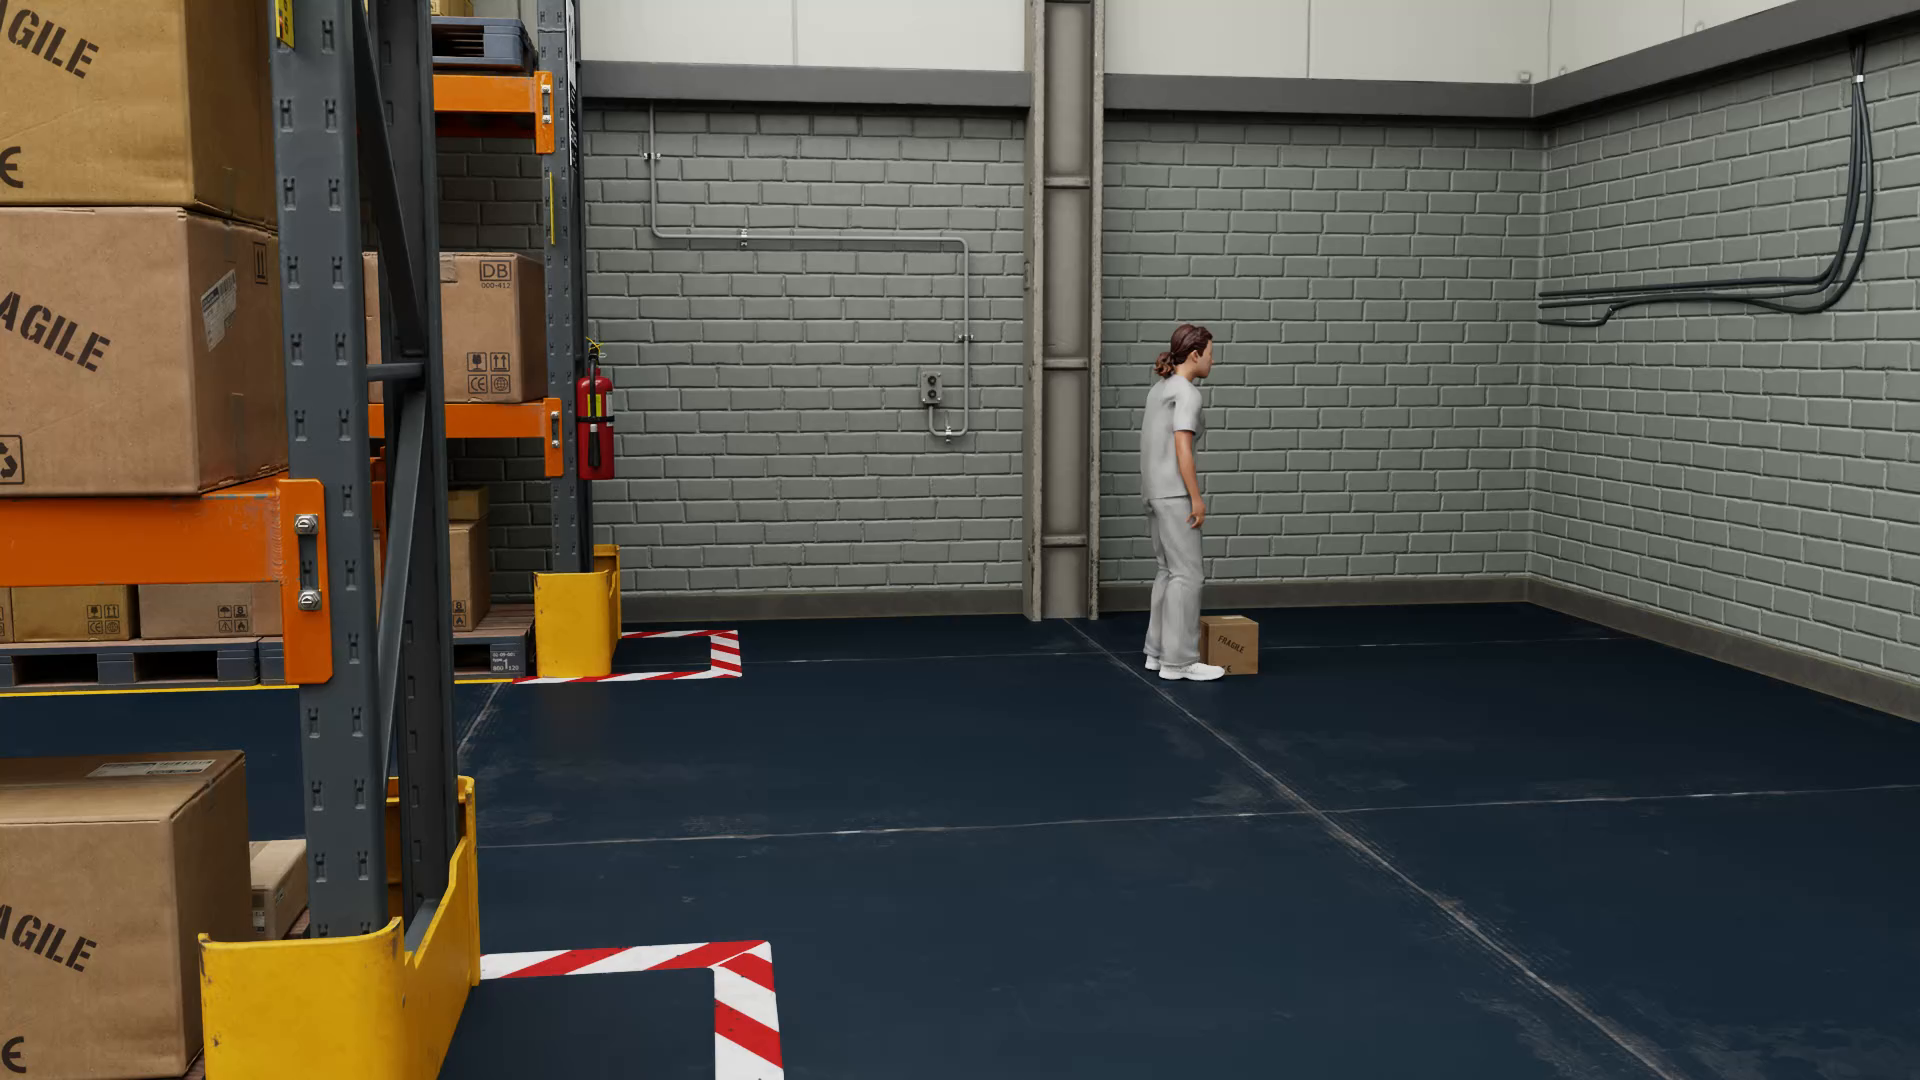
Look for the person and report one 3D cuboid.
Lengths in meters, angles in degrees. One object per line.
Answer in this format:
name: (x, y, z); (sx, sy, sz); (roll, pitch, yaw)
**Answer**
person: (1.046, -0.190, 7.955); (0.352, 1.673, 0.494); (-1, 7, -9)
